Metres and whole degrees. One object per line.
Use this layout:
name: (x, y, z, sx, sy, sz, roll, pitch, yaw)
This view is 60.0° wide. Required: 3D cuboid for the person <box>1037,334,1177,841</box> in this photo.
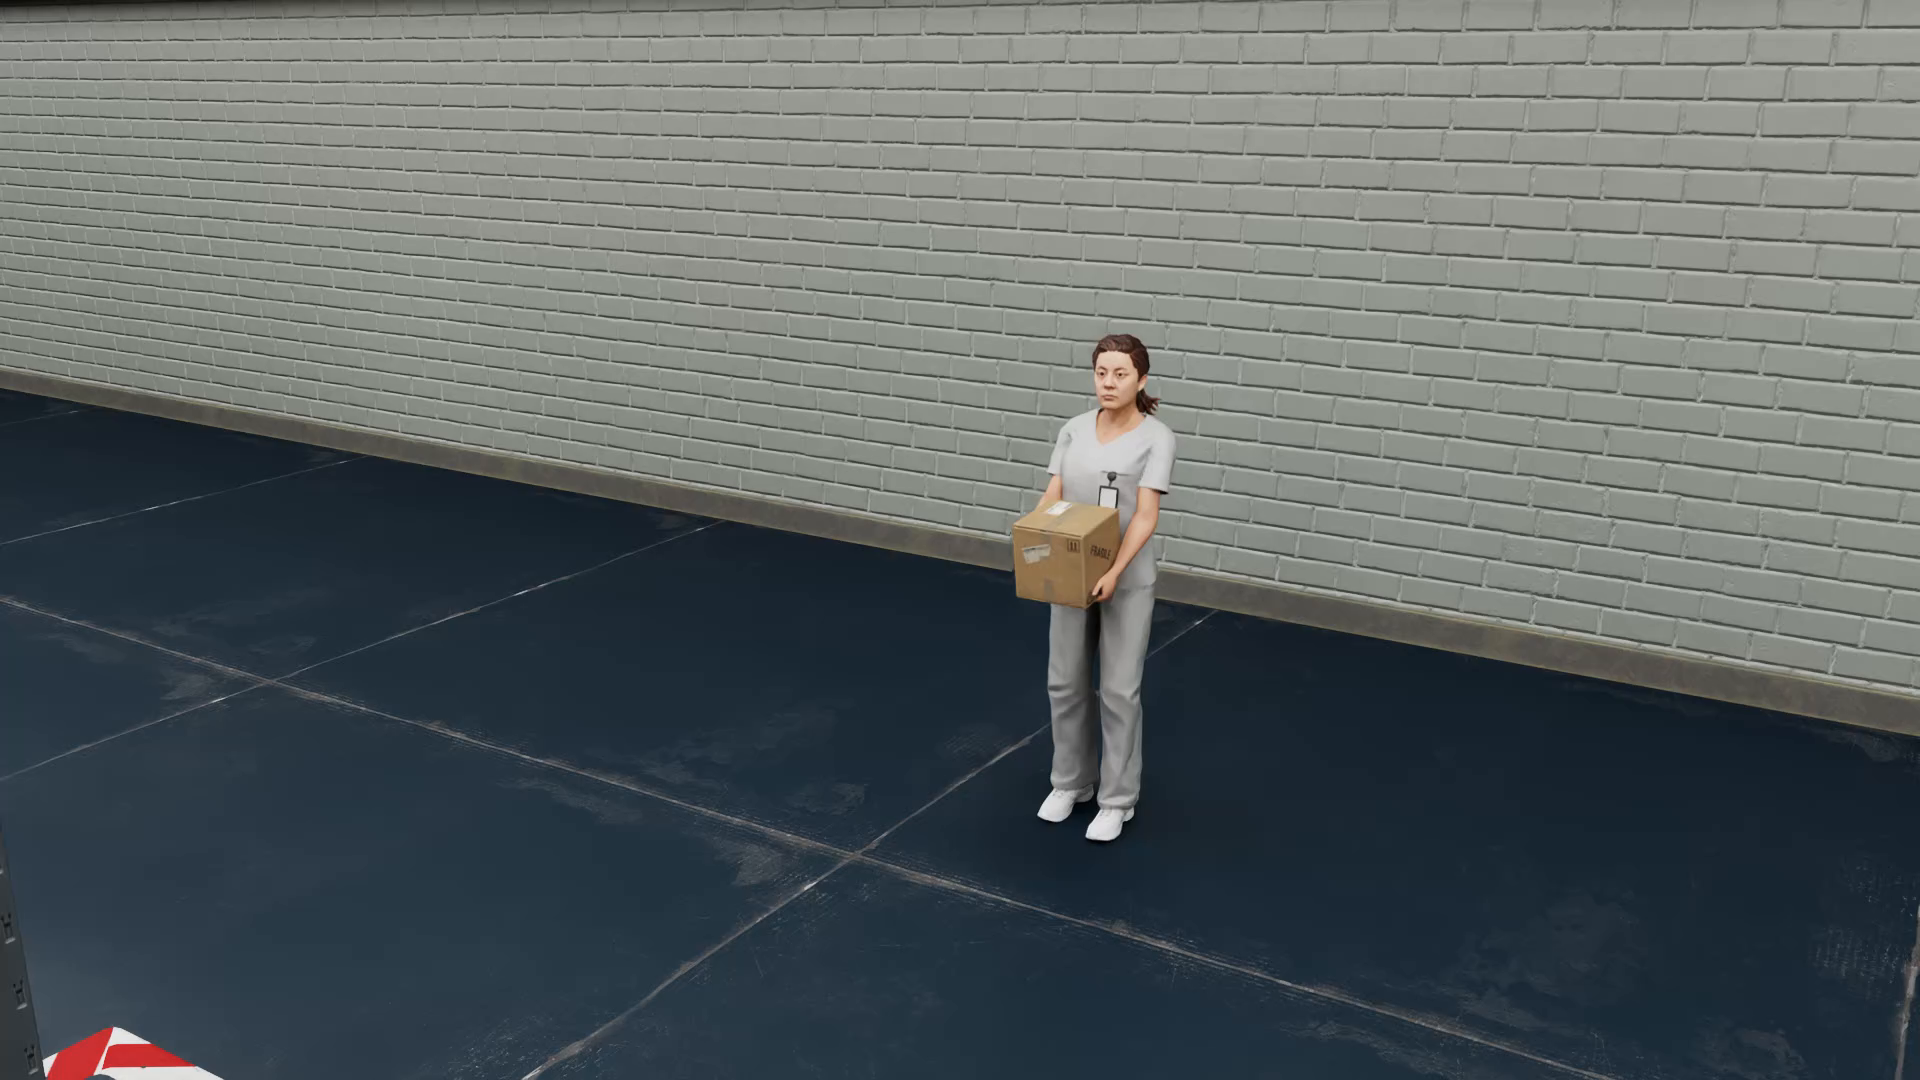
person: (0.449, 0.166, 5.488, 0.434, 1.667, 0.548, 10, 19, 31)
